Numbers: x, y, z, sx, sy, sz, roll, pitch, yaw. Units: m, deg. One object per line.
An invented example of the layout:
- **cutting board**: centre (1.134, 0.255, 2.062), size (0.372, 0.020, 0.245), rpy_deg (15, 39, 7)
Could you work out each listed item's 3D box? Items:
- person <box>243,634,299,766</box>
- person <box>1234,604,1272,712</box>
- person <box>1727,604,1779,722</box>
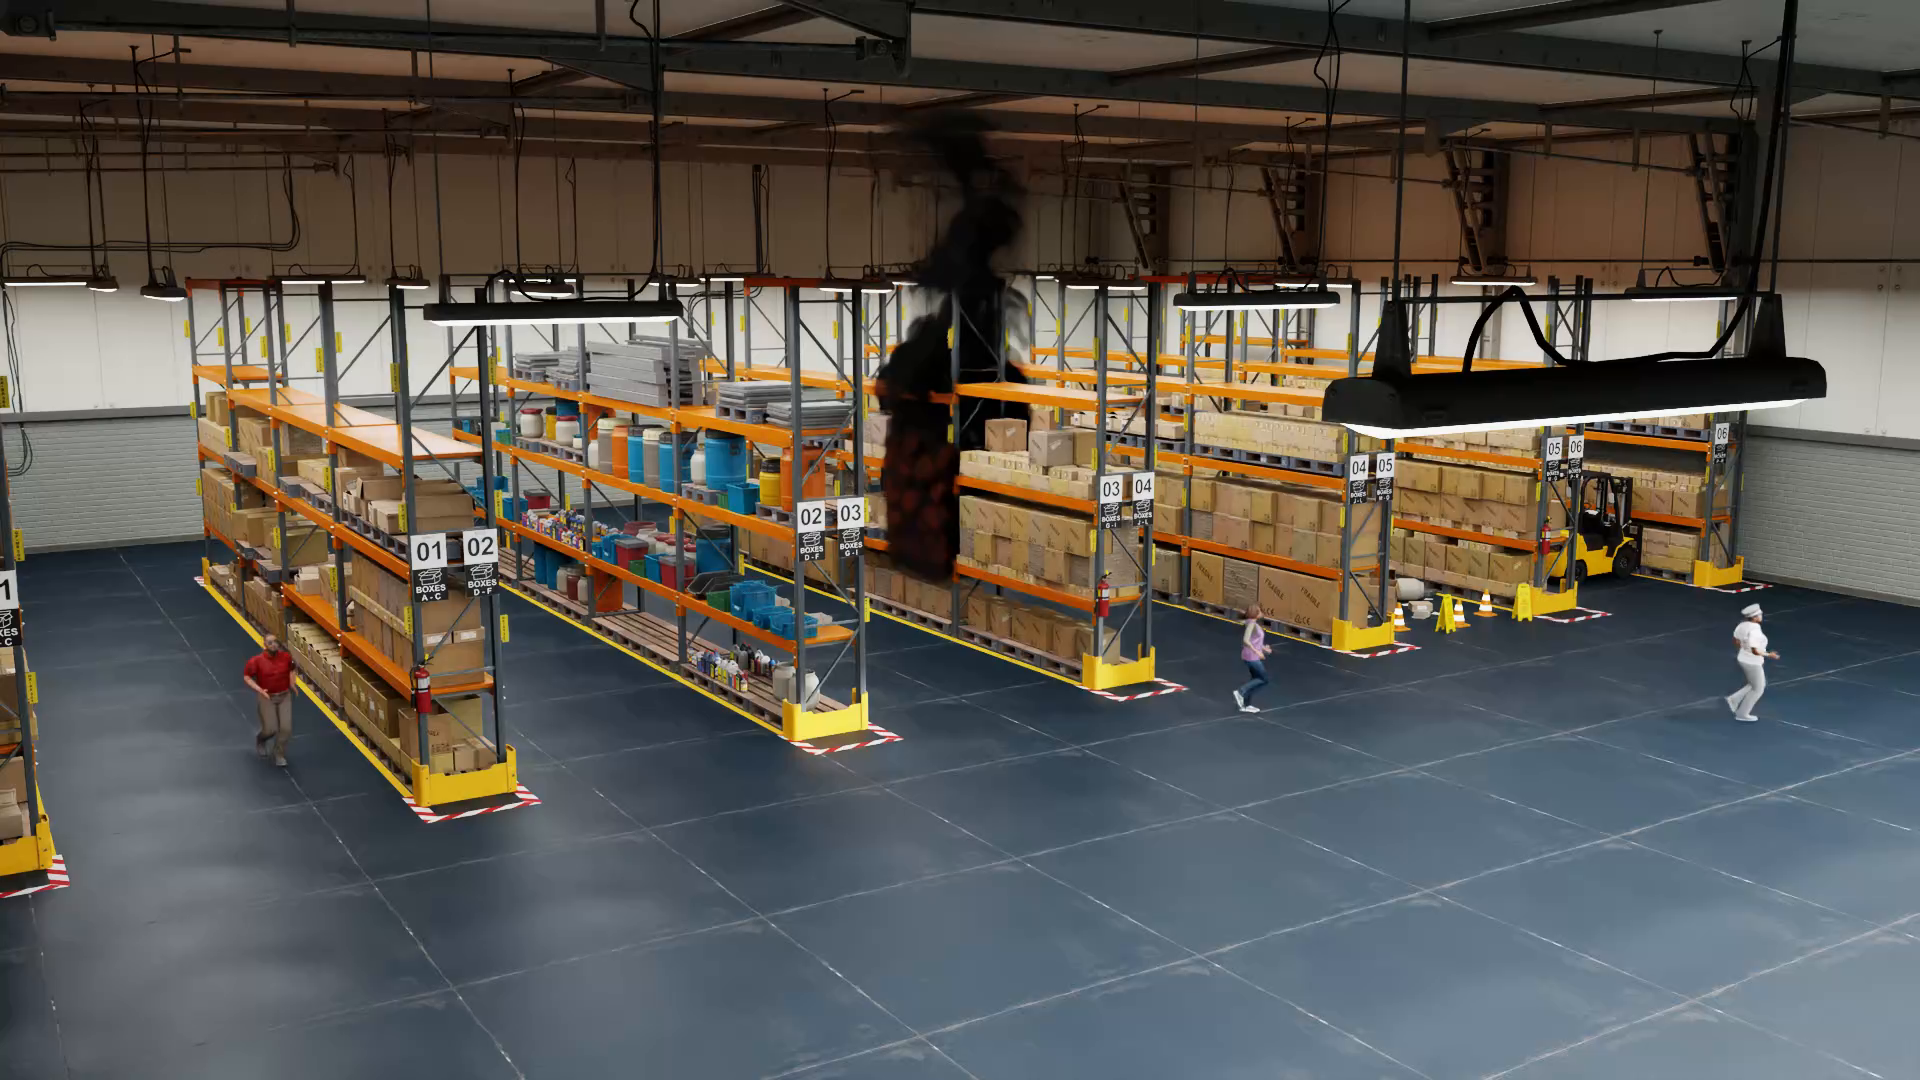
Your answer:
- **person**: centre (-8.689, 2.004, 21.034), size (0.649, 1.680, 0.595), rpy_deg (-9, 13, -43)
- **person**: centre (4.133, 1.664, 23.424), size (0.527, 1.552, 0.515), rpy_deg (1, 10, 6)
- **person**: centre (10.979, 1.688, 22.977), size (0.547, 1.653, 0.570), rpy_deg (1, 10, 6)
